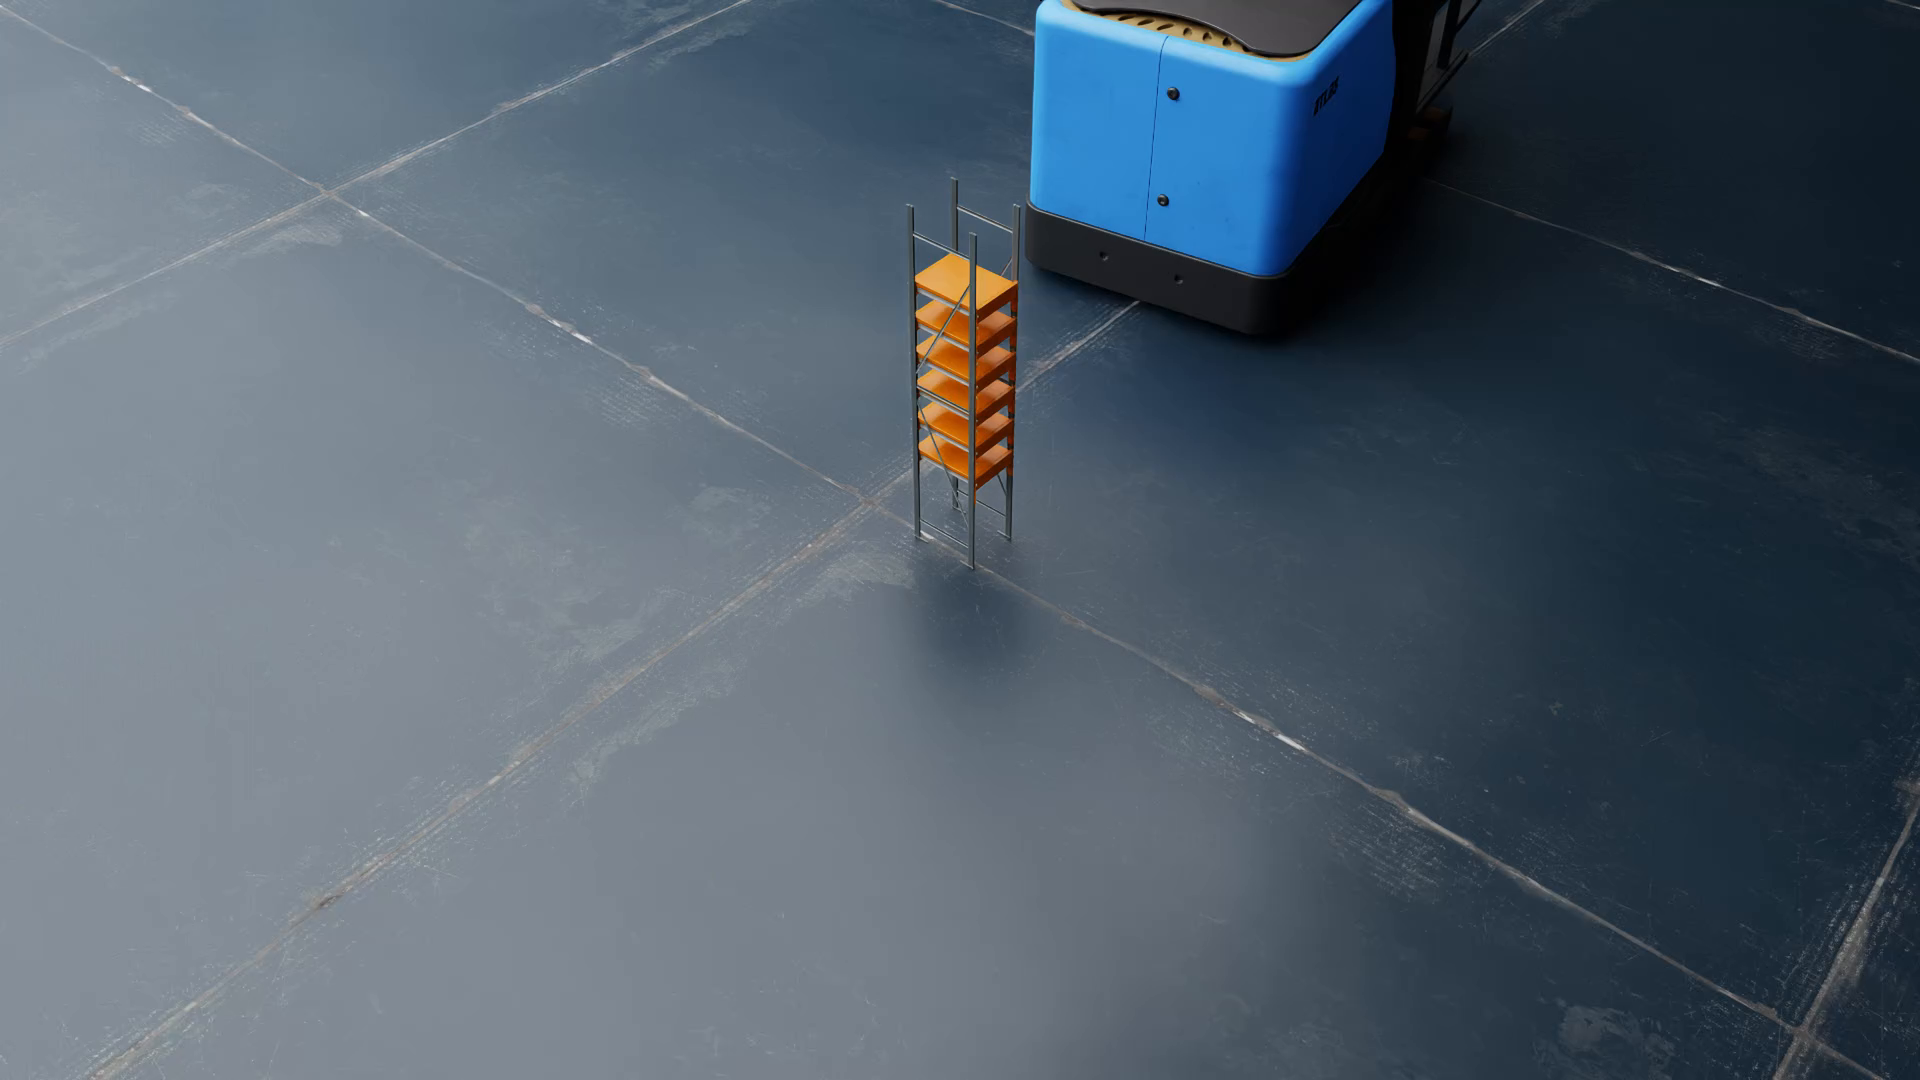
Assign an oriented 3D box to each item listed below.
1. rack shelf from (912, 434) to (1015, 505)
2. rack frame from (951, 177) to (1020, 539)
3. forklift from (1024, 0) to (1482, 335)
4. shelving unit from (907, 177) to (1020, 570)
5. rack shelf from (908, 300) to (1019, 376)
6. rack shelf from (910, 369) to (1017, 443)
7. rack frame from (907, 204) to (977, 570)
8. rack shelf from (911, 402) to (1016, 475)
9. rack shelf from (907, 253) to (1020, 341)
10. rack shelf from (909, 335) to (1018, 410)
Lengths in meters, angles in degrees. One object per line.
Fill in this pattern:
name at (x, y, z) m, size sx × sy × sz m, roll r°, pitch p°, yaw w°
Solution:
rack shelf at (0.009, -0.241, 5.046) m, size 0.258 × 0.103 × 0.180 m, roll 29°, pitch 50°, yaw 28°
rack frame at (0.068, -0.498, 4.906) m, size 0.240 × 1.200 × 0.006 m, roll 29°, pitch 50°, yaw 28°
forklift at (1.432, -2.791, 6.141) m, size 1.130 × 2.935 × 3.031 m, roll 22°, pitch 47°, yaw 22°
shelving unit at (0.009, -0.451, 4.855) m, size 0.258 × 1.200 × 0.189 m, roll 29°, pitch 50°, yaw 28°
rack shelf at (0.009, -0.596, 4.723) m, size 0.258 × 0.103 × 0.180 m, roll 29°, pitch 50°, yaw 28°
rack shelf at (0.009, -0.419, 4.884) m, size 0.258 × 0.103 × 0.180 m, roll 29°, pitch 50°, yaw 28°
rack frame at (-0.050, -0.404, 4.803) m, size 0.240 × 1.200 × 0.006 m, roll 29°, pitch 50°, yaw 28°
rack shelf at (0.009, -0.330, 4.965) m, size 0.258 × 0.103 × 0.180 m, roll 29°, pitch 50°, yaw 28°
rack shelf at (0.009, -0.685, 4.642) m, size 0.258 × 0.103 × 0.180 m, roll 29°, pitch 50°, yaw 28°
rack shelf at (0.009, -0.507, 4.804) m, size 0.258 × 0.103 × 0.180 m, roll 29°, pitch 50°, yaw 28°
